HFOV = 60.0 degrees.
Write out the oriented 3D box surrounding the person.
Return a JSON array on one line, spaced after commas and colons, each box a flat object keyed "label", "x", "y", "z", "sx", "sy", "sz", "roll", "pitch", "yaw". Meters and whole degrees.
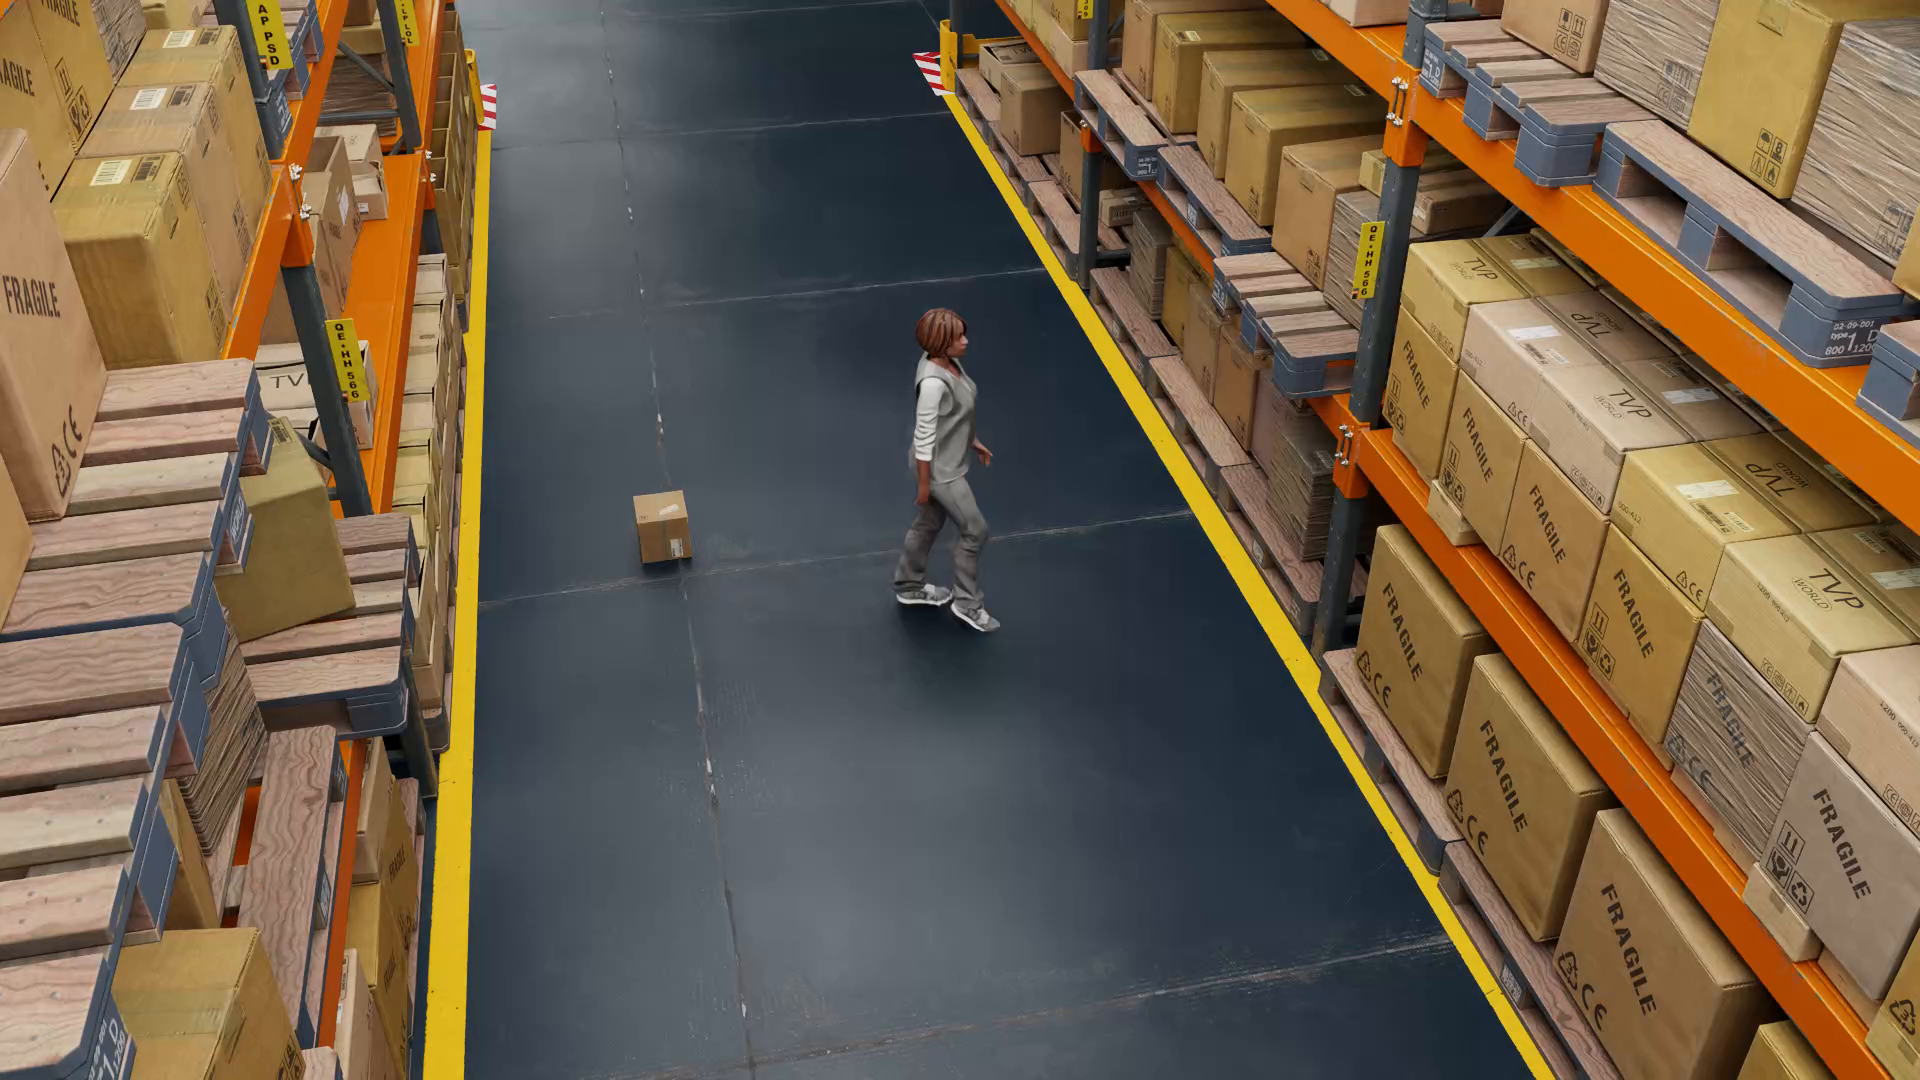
[{"label": "person", "x": -0.062, "y": -0.315, "z": 7.615, "sx": 0.530, "sy": 1.647, "sz": 0.425, "roll": 1, "pitch": 35, "yaw": 2}]
